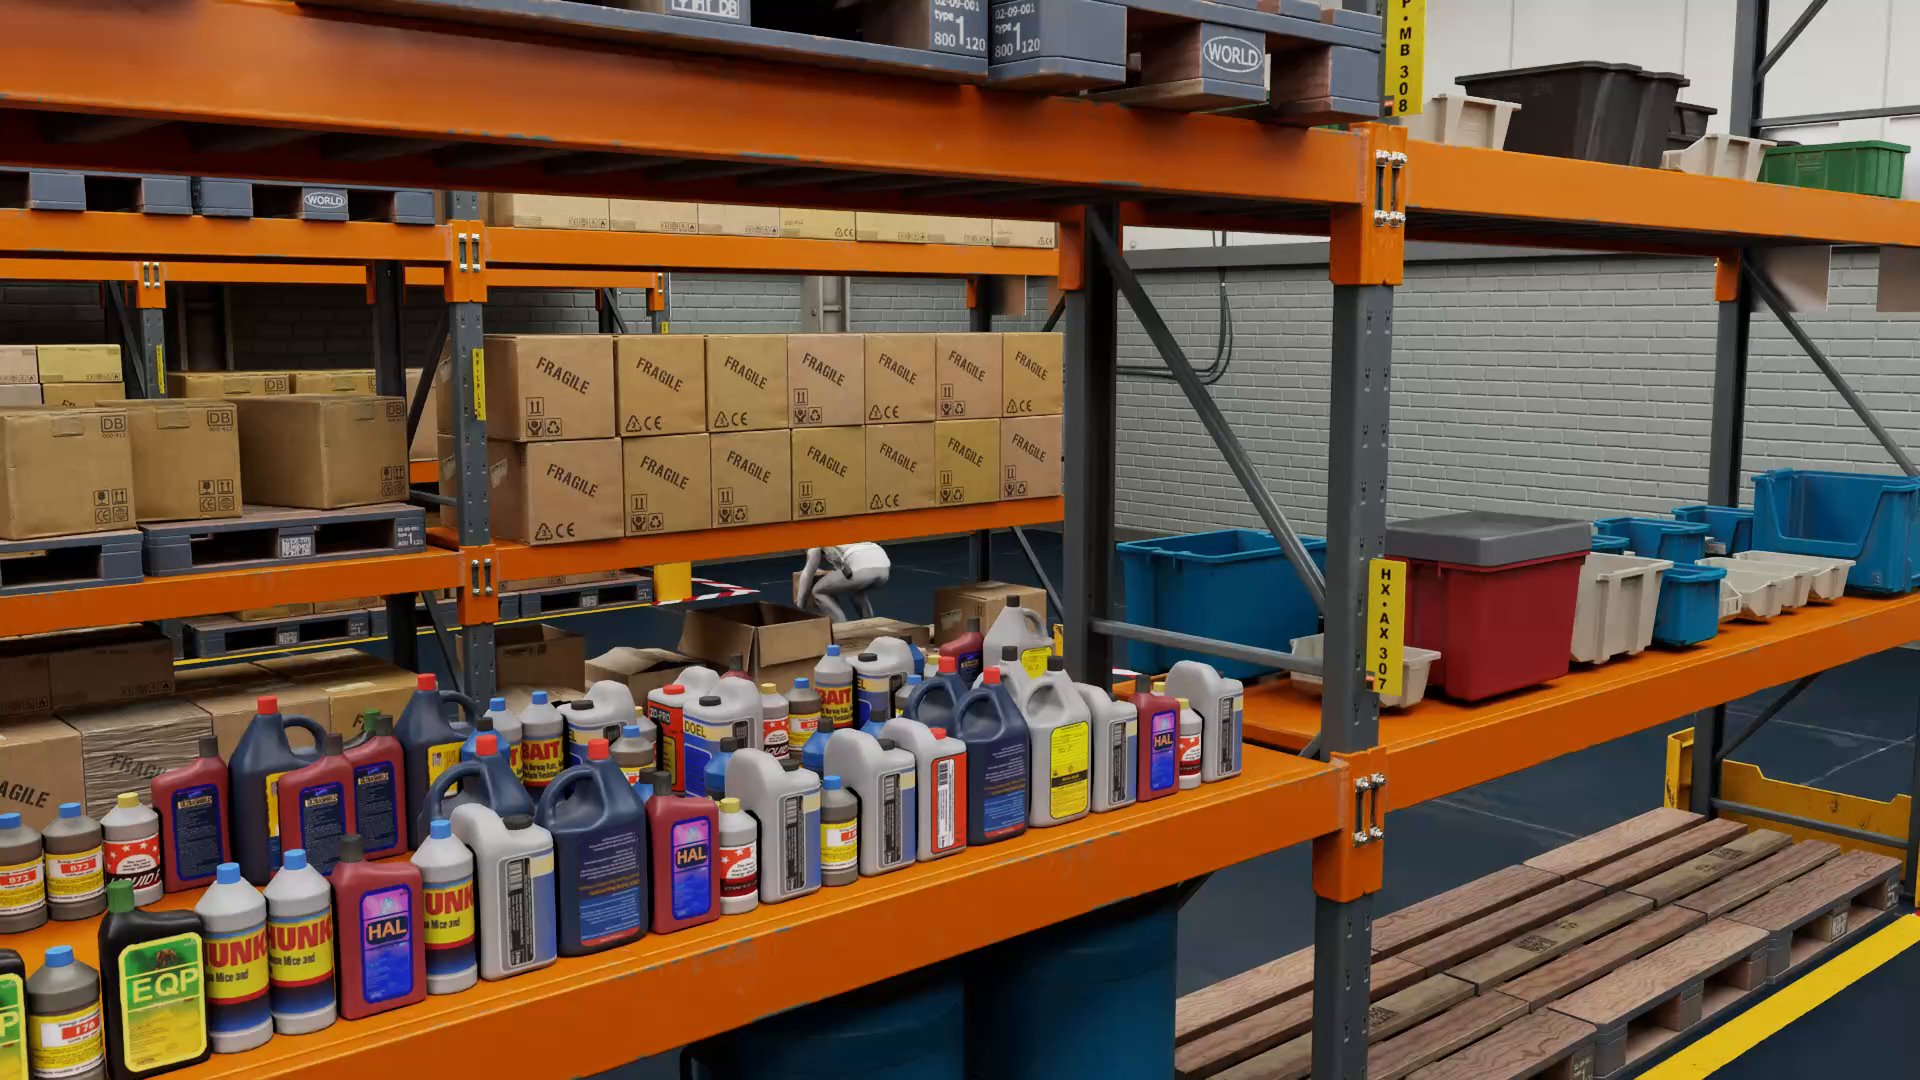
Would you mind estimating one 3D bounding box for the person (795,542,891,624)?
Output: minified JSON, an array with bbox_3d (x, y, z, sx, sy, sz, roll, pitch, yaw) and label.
[{"bbox_3d":[-0.899,0.250,12.536,0.458,0.984,0.867,-7,10,-42],"label":"person"}]
